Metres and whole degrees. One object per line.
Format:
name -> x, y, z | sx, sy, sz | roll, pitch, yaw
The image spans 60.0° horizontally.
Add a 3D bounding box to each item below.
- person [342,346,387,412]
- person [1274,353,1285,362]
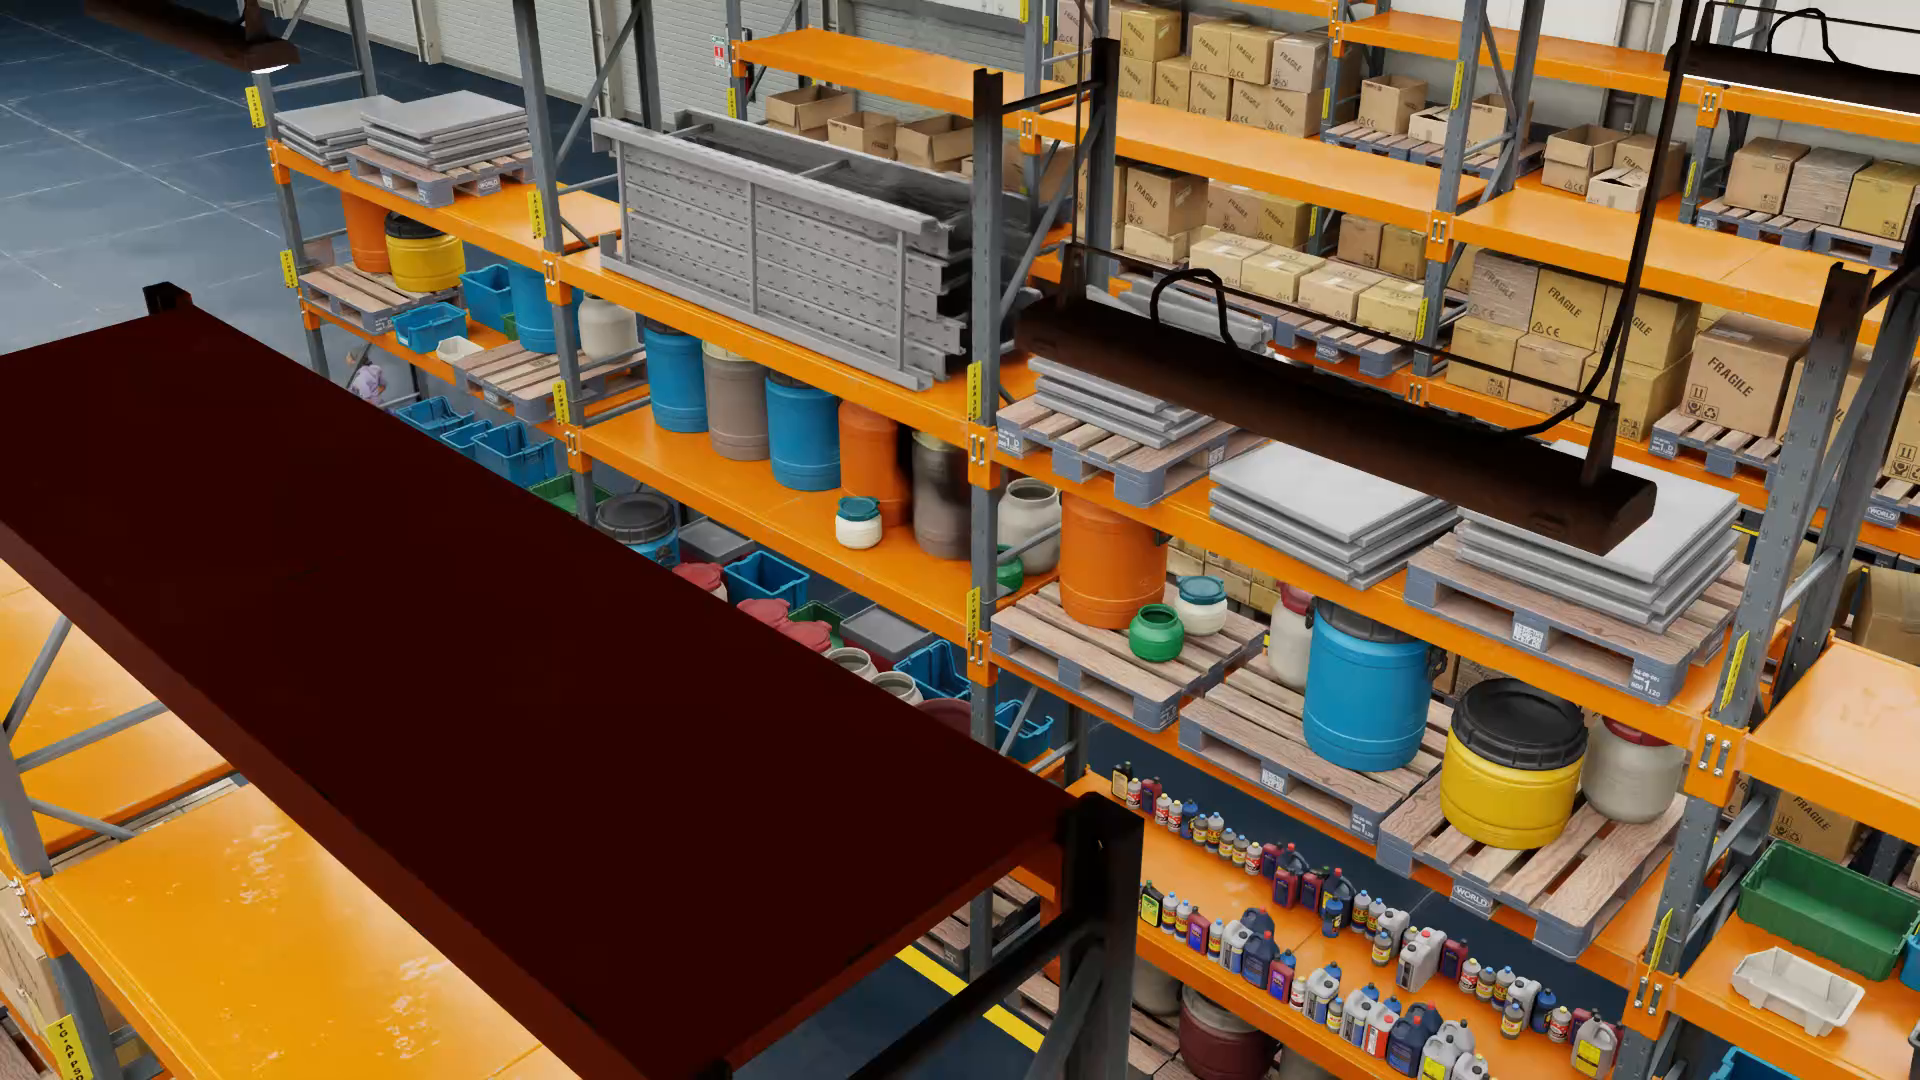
person -> -5.966, -1.192, 16.732 | 0.581, 1.607, 0.639 | 1, 29, 3
person -> 3.172, -1.473, 17.174 | 0.714, 1.726, 0.593 | 20, 35, 31
